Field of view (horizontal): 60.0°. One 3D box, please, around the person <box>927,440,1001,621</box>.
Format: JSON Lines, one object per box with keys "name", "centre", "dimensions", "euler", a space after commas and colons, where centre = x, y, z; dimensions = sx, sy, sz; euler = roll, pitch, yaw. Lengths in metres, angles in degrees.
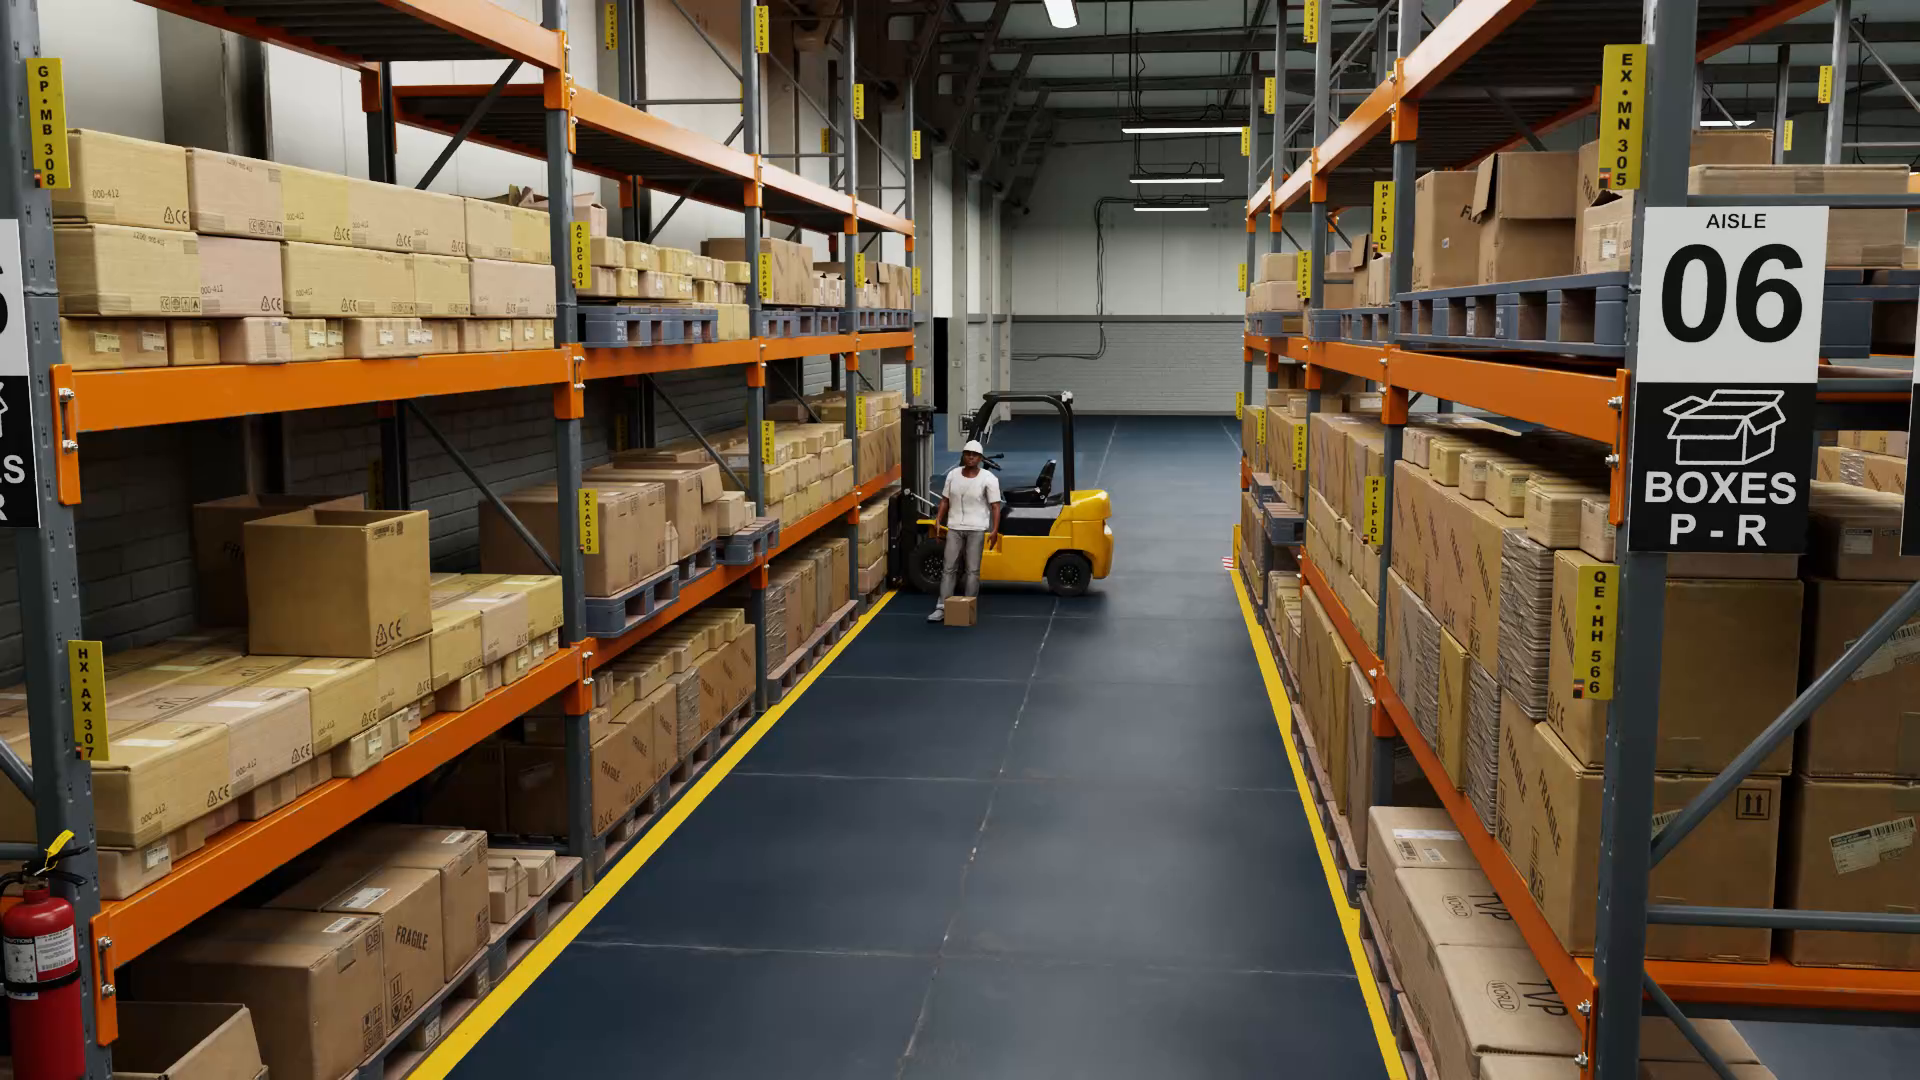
{"name": "person", "centre": [0.045, -0.090, 16.310], "dimensions": [0.665, 1.768, 0.574], "euler": [3, 8, 20]}
